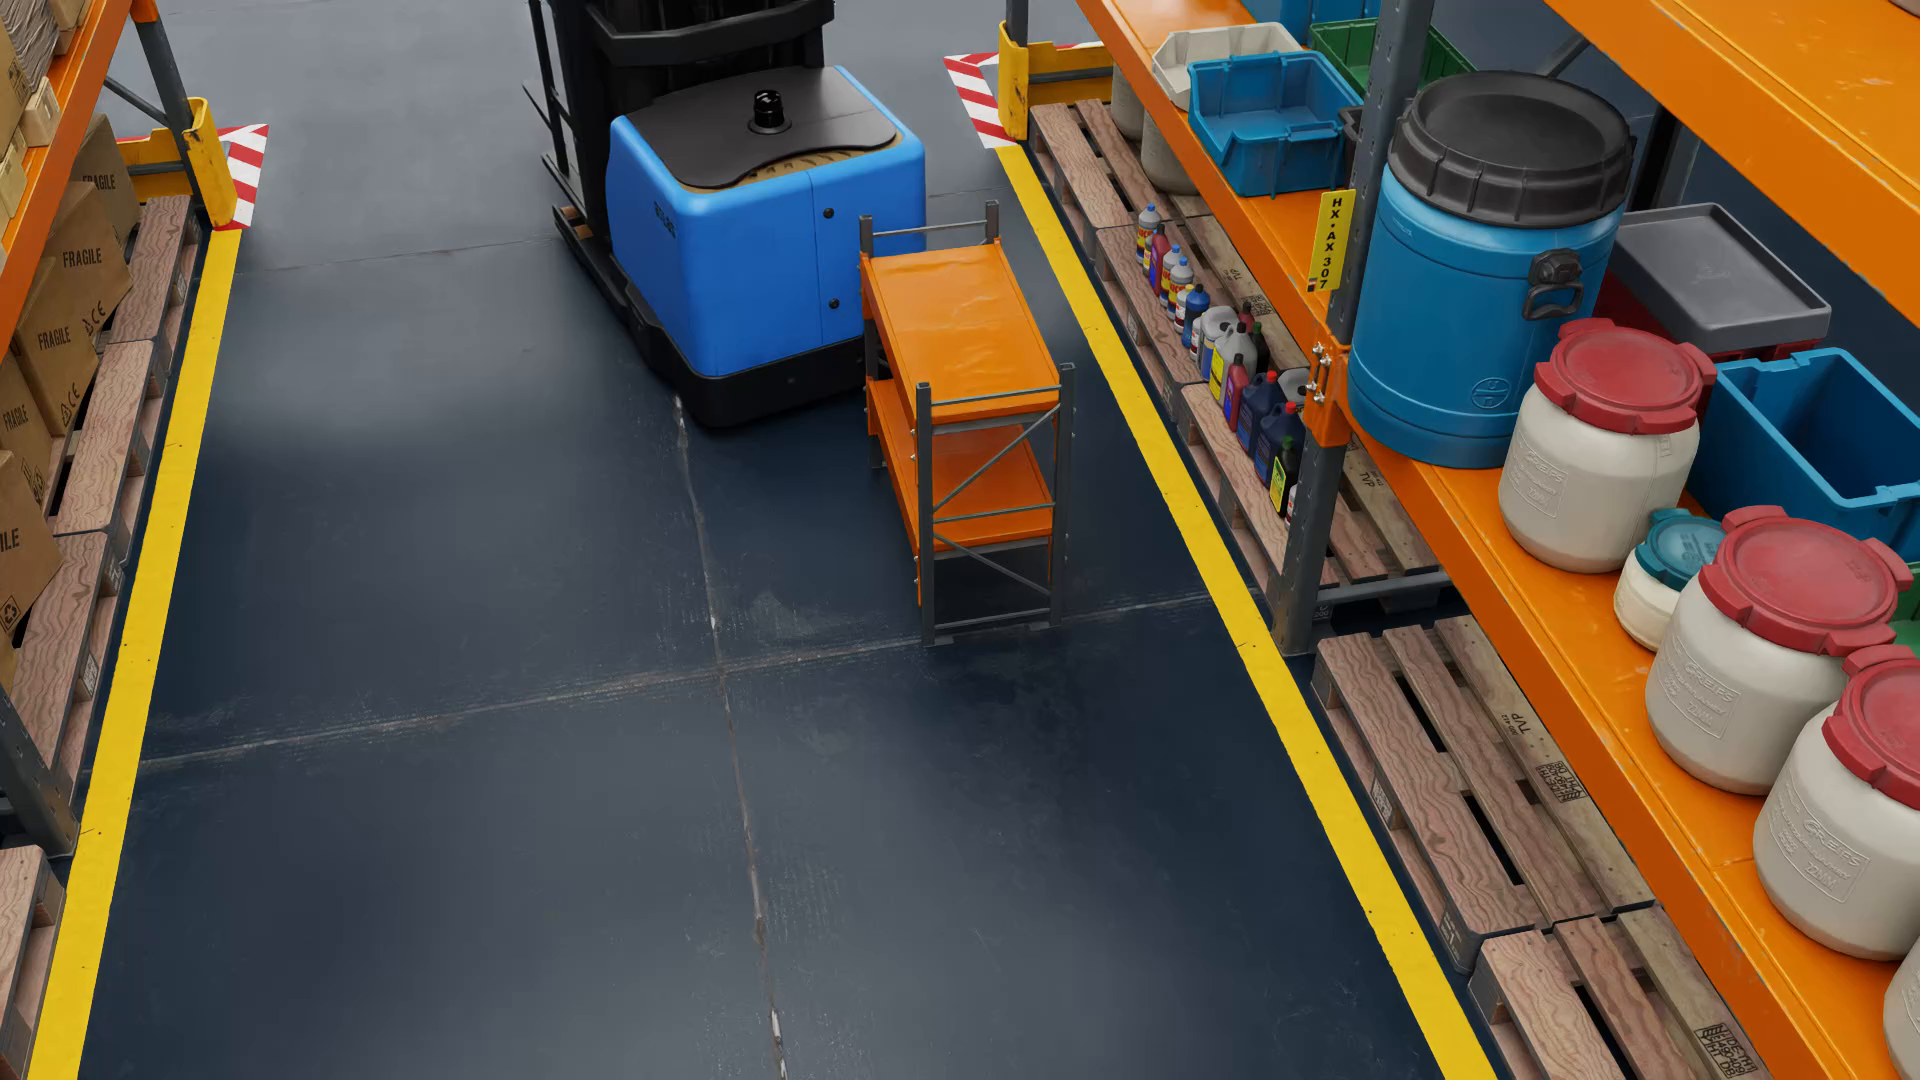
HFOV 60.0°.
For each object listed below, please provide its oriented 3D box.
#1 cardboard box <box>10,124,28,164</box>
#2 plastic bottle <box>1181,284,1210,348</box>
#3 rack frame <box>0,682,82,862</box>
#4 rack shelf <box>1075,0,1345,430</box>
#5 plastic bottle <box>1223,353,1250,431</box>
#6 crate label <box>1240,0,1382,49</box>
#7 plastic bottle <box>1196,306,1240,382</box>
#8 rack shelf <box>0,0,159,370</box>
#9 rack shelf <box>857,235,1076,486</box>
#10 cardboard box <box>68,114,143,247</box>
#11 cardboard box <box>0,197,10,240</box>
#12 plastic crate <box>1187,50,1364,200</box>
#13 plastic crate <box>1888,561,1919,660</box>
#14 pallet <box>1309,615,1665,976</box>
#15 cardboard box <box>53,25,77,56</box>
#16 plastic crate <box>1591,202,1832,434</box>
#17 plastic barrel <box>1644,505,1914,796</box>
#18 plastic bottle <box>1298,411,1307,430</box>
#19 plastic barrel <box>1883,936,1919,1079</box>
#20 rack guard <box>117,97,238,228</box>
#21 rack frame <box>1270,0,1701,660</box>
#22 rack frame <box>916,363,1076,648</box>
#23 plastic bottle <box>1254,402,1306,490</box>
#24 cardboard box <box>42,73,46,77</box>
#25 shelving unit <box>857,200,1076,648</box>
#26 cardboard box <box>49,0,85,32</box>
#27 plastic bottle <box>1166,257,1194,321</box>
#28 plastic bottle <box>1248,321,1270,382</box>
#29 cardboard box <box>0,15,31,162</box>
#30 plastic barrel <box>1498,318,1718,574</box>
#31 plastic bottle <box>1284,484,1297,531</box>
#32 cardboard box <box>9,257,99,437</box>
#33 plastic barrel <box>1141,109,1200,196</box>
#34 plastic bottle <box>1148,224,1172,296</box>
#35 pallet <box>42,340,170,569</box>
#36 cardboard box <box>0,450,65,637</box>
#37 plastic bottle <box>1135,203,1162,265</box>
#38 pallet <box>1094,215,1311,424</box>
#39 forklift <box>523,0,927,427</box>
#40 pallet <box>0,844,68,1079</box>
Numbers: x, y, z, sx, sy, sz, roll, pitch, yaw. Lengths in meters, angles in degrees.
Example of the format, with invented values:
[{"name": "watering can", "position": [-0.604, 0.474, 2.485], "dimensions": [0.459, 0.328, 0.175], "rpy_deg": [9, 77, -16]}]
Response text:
[{"name": "cardboard box", "position": [-3.428, -1.322, 5.669], "dimensions": [0.380, 0.149, 0.250], "rpy_deg": [-8, 42, -9]}, {"name": "plastic bottle", "position": [0.959, -0.916, 6.747], "dimensions": [0.097, 0.271, 0.097], "rpy_deg": [0, 42, 0]}, {"name": "rack frame", "position": [-3.240, -0.108, 4.112], "dimensions": [1.000, 3.000, 0.127], "rpy_deg": [-8, 42, -9]}, {"name": "rack shelf", "position": [1.165, -1.845, 6.611], "dimensions": [1.077, 0.370, 4.000], "rpy_deg": [-8, 42, -9]}, {"name": "plastic bottle", "position": [1.059, -0.566, 6.343], "dimensions": [0.061, 0.283, 0.133], "rpy_deg": [-6, 42, -6]}, {"name": "crate label", "position": [1.394, -2.269, 6.520], "dimensions": [0.502, 0.435, 0.616], "rpy_deg": [-8, 42, -9]}, {"name": "plastic bottle", "position": [1.034, -0.779, 6.589], "dimensions": [0.152, 0.276, 0.135], "rpy_deg": [-8, 42, -8]}, {"name": "rack shelf", "position": [-3.672, -1.135, 5.811], "dimensions": [1.077, 0.370, 4.000], "rpy_deg": [-8, 42, -9]}, {"name": "rack shelf", "position": [0.001, -0.635, 5.677], "dimensions": [0.538, 0.278, 1.000], "rpy_deg": [-8, 42, -9]}, {"name": "cardboard box", "position": [-3.985, -1.516, 7.265], "dimensions": [0.500, 0.500, 0.500], "rpy_deg": [-1, 42, -1]}, {"name": "cardboard box", "position": [-3.286, -1.003, 5.310], "dimensions": [0.380, 0.149, 0.250], "rpy_deg": [-8, 42, -9]}, {"name": "plastic crate", "position": [1.092, -1.440, 5.725], "dimensions": [0.499, 0.251, 0.616], "rpy_deg": [-8, 42, -9]}, {"name": "plastic crate", "position": [2.248, 0.350, 3.756], "dimensions": [0.450, 0.188, 0.662], "rpy_deg": [-8, 42, -9]}, {"name": "pallet", "position": [1.804, 0.729, 5.270], "dimensions": [1.003, 0.211, 1.213], "rpy_deg": [-8, 42, -9]}, {"name": "cardboard box", "position": [-3.644, -1.971, 6.400], "dimensions": [0.380, 0.149, 0.250], "rpy_deg": [-8, 42, -9]}, {"name": "plastic crate", "position": [2.000, -0.572, 4.586], "dimensions": [0.402, 0.464, 0.583], "rpy_deg": [-8, 42, -9]}, {"name": "plastic barrel", "position": [1.747, 0.259, 3.597], "dimensions": [0.433, 0.535, 0.433], "rpy_deg": [0, 42, 0]}, {"name": "plastic bottle", "position": [1.317, -0.388, 6.092], "dimensions": [0.144, 0.351, 0.185], "rpy_deg": [-8, 42, -9]}, {"name": "plastic barrel", "position": [1.938, 0.824, 2.978], "dimensions": [0.421, 0.512, 0.421], "rpy_deg": [0, 42, 0]}, {"name": "rack guard", "position": [-4.087, -1.717, 7.807], "dimensions": [1.175, 0.500, 0.348], "rpy_deg": [-8, 42, -9]}, {"name": "rack frame", "position": [1.596, -0.818, 4.912], "dimensions": [1.000, 3.000, 0.127], "rpy_deg": [-8, 42, -9]}, {"name": "rack frame", "position": [0.111, -0.087, 5.500], "dimensions": [0.500, 1.125, 0.032], "rpy_deg": [-8, 42, -9]}, {"name": "plastic bottle", "position": [1.176, -0.368, 6.069], "dimensions": [0.144, 0.351, 0.185], "rpy_deg": [-9, 42, -10]}, {"name": "cardboard box", "position": [-3.554, -1.644, 6.031], "dimensions": [0.380, 0.149, 0.250], "rpy_deg": [-8, 42, -9]}, {"name": "shelving unit", "position": [0.001, -0.416, 5.872], "dimensions": [0.538, 1.125, 1.048], "rpy_deg": [-8, 42, -9]}, {"name": "cardboard box", "position": [-3.786, -2.182, 6.149], "dimensions": [0.875, 0.500, 0.500], "rpy_deg": [-8, 42, -9]}, {"name": "plastic bottle", "position": [0.916, -1.048, 6.895], "dimensions": [0.097, 0.271, 0.097], "rpy_deg": [0, 42, 0]}, {"name": "plastic bottle", "position": [1.159, -0.708, 6.502], "dimensions": [0.061, 0.283, 0.133], "rpy_deg": [-8, 42, -9]}, {"name": "cardboard box", "position": [-3.624, -1.526, 5.410], "dimensions": [0.875, 0.500, 0.500], "rpy_deg": [-8, 42, -9]}, {"name": "plastic barrel", "position": [1.589, -0.217, 4.132], "dimensions": [0.433, 0.535, 0.433], "rpy_deg": [0, 42, 0]}, {"name": "plastic bottle", "position": [1.214, -0.126, 5.909], "dimensions": [0.097, 0.201, 0.097], "rpy_deg": [0, 42, 0]}, {"name": "cardboard box", "position": [-3.706, -0.725, 6.373], "dimensions": [0.500, 0.500, 0.500], "rpy_deg": [-5, 42, -5]}, {"name": "plastic barrel", "position": [1.058, -1.897, 7.685], "dimensions": [0.421, 0.512, 0.421], "rpy_deg": [0, 42, 0]}, {"name": "plastic bottle", "position": [0.851, -1.190, 7.046], "dimensions": [0.061, 0.283, 0.133], "rpy_deg": [-8, 42, -9]}, {"name": "pallet", "position": [-3.686, -0.288, 6.415], "dimensions": [1.003, 0.211, 1.213], "rpy_deg": [-8, 42, -9]}, {"name": "cardboard box", "position": [-3.418, 0.035, 5.518], "dimensions": [0.500, 0.500, 0.500], "rpy_deg": [4, 42, 4]}, {"name": "plastic bottle", "position": [0.820, -1.335, 7.218], "dimensions": [0.097, 0.271, 0.097], "rpy_deg": [0, 42, 0]}, {"name": "pallet", "position": [1.225, -1.008, 7.227], "dimensions": [1.003, 0.211, 1.213], "rpy_deg": [-8, 42, -9]}, {"name": "forklift", "position": [-1.252, -2.518, 6.879], "dimensions": [1.130, 2.935, 3.031], "rpy_deg": [-19, 45, -20]}, {"name": "pallet", "position": [-3.070, 1.439, 4.469], "dimensions": [1.003, 0.211, 1.213], "rpy_deg": [-8, 42, -9]}]
